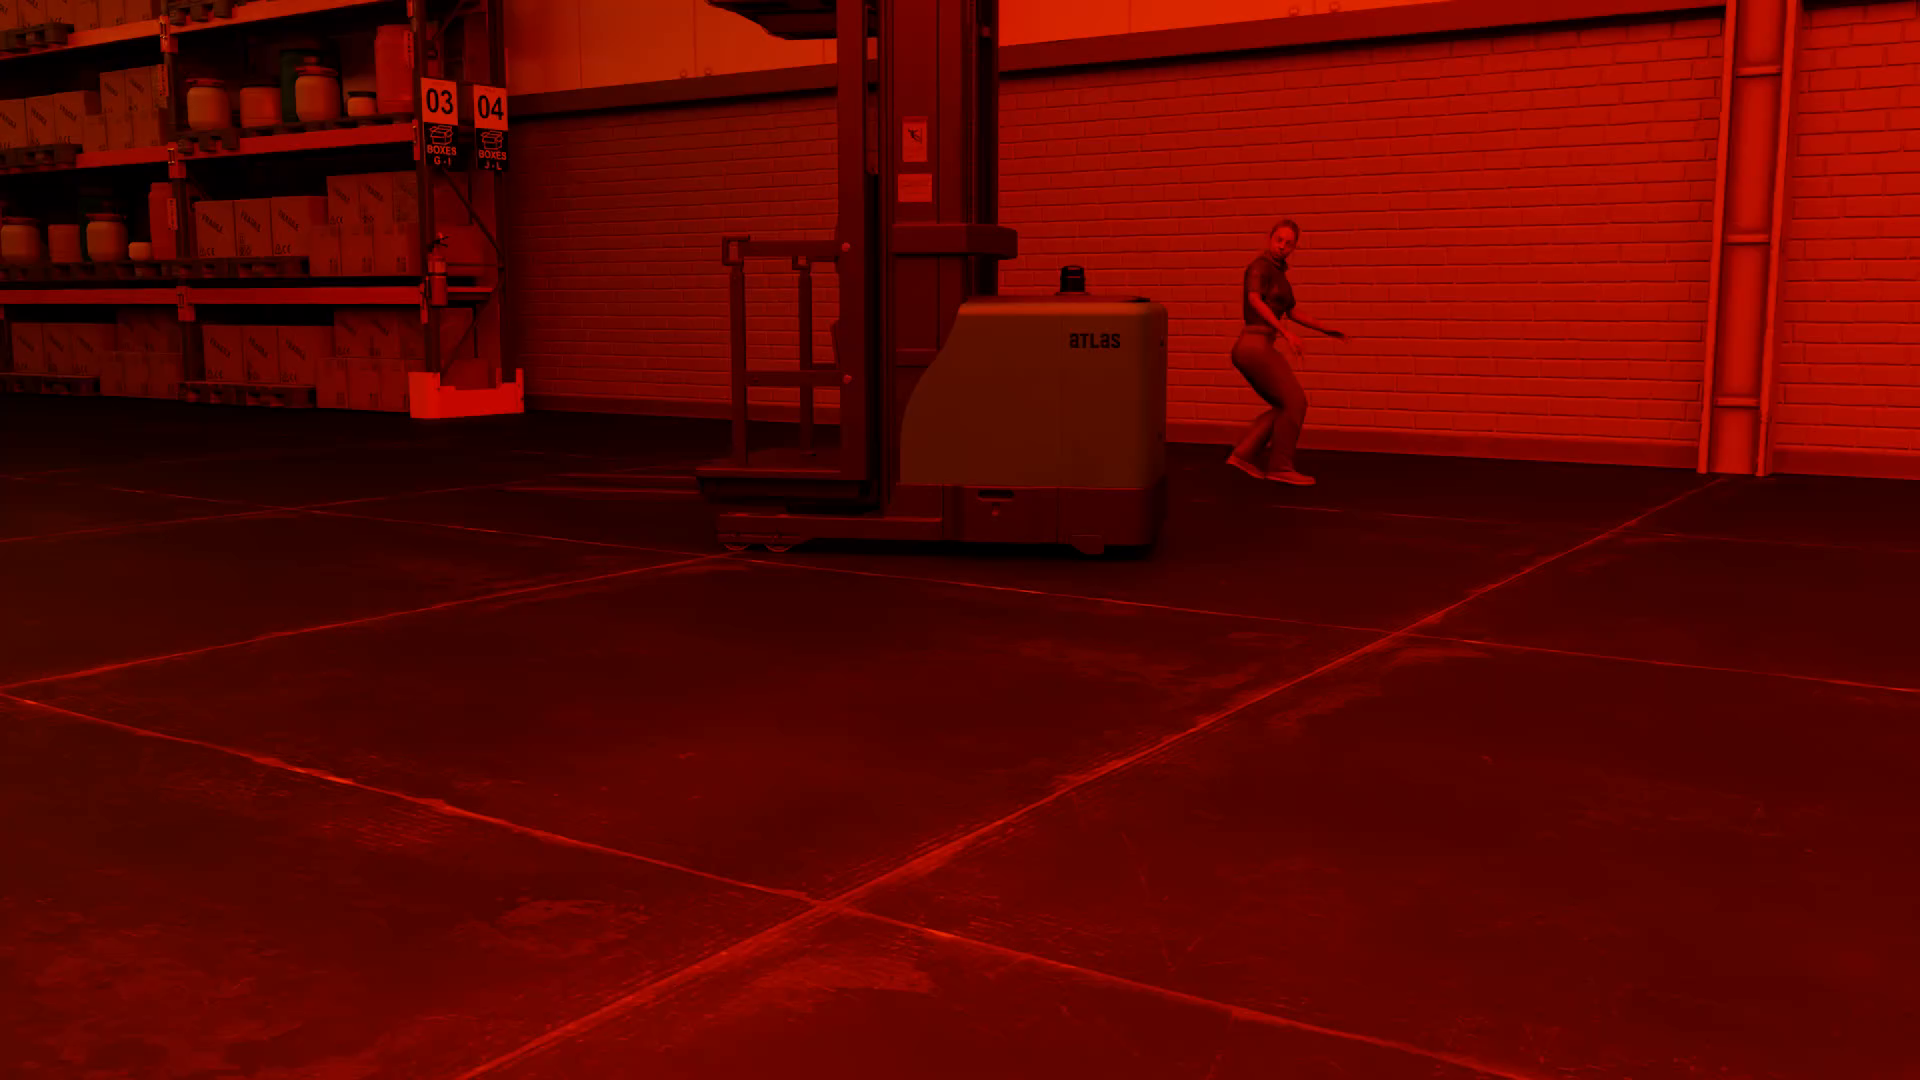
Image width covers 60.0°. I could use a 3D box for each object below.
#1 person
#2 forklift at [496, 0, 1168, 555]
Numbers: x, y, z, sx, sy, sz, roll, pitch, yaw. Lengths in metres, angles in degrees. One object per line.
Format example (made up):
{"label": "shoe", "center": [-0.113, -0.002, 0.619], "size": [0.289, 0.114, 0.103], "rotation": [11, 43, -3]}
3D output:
{"label": "person", "center": [1.935, -1.100, 9.800], "size": [0.712, 1.558, 0.741], "rotation": [2, 8, 11]}
{"label": "forklift", "center": [-0.596, -1.469, 7.520], "size": [3.031, 2.935, 1.130], "rotation": [2, 8, 12]}
